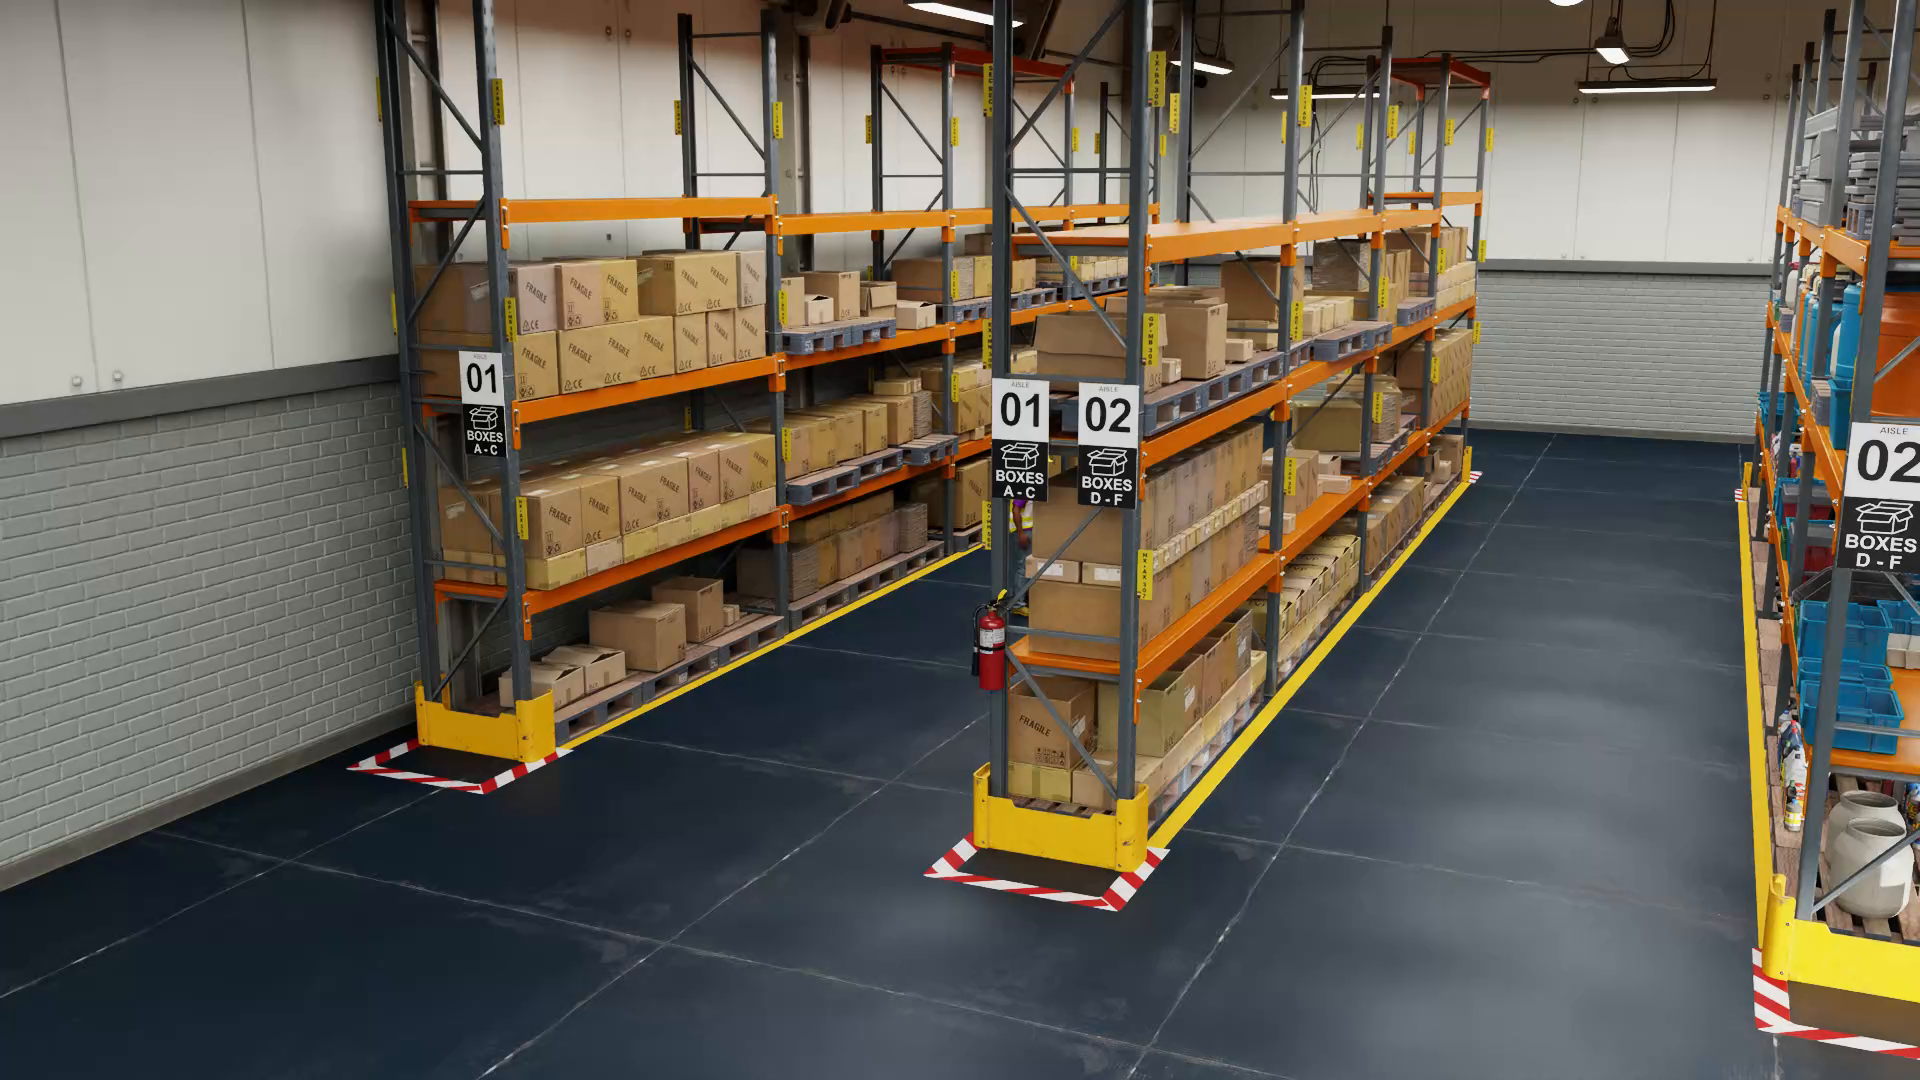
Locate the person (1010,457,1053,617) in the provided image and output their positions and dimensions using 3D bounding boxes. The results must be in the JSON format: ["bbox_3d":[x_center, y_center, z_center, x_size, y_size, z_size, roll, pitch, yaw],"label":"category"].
[{"bbox_3d":[0.736,-0.111,17.433,0.458,1.761,0.626,5,13,23],"label":"person"}]
